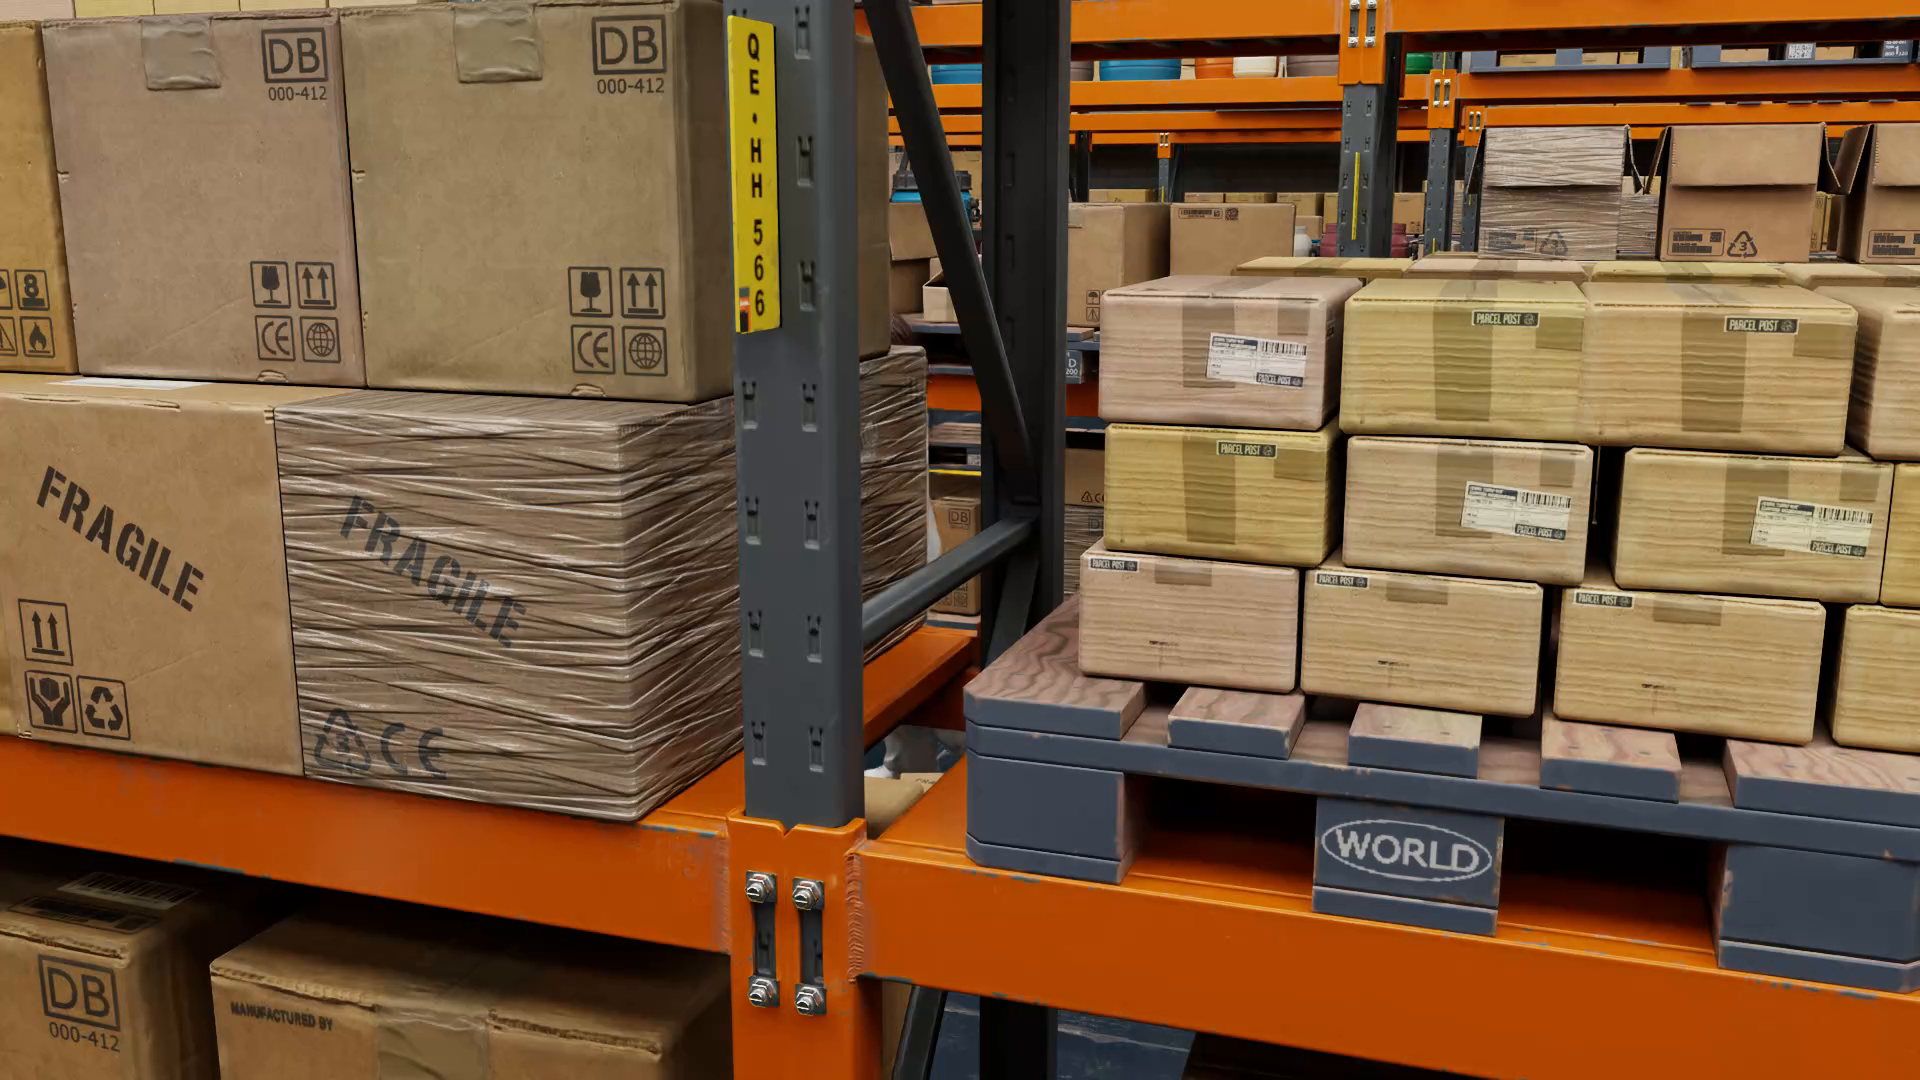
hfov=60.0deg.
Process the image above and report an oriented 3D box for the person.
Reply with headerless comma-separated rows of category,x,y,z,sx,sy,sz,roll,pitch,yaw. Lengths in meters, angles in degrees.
person,-0.122,0.077,5.664,0.530,1.644,0.523,-2,12,-9
